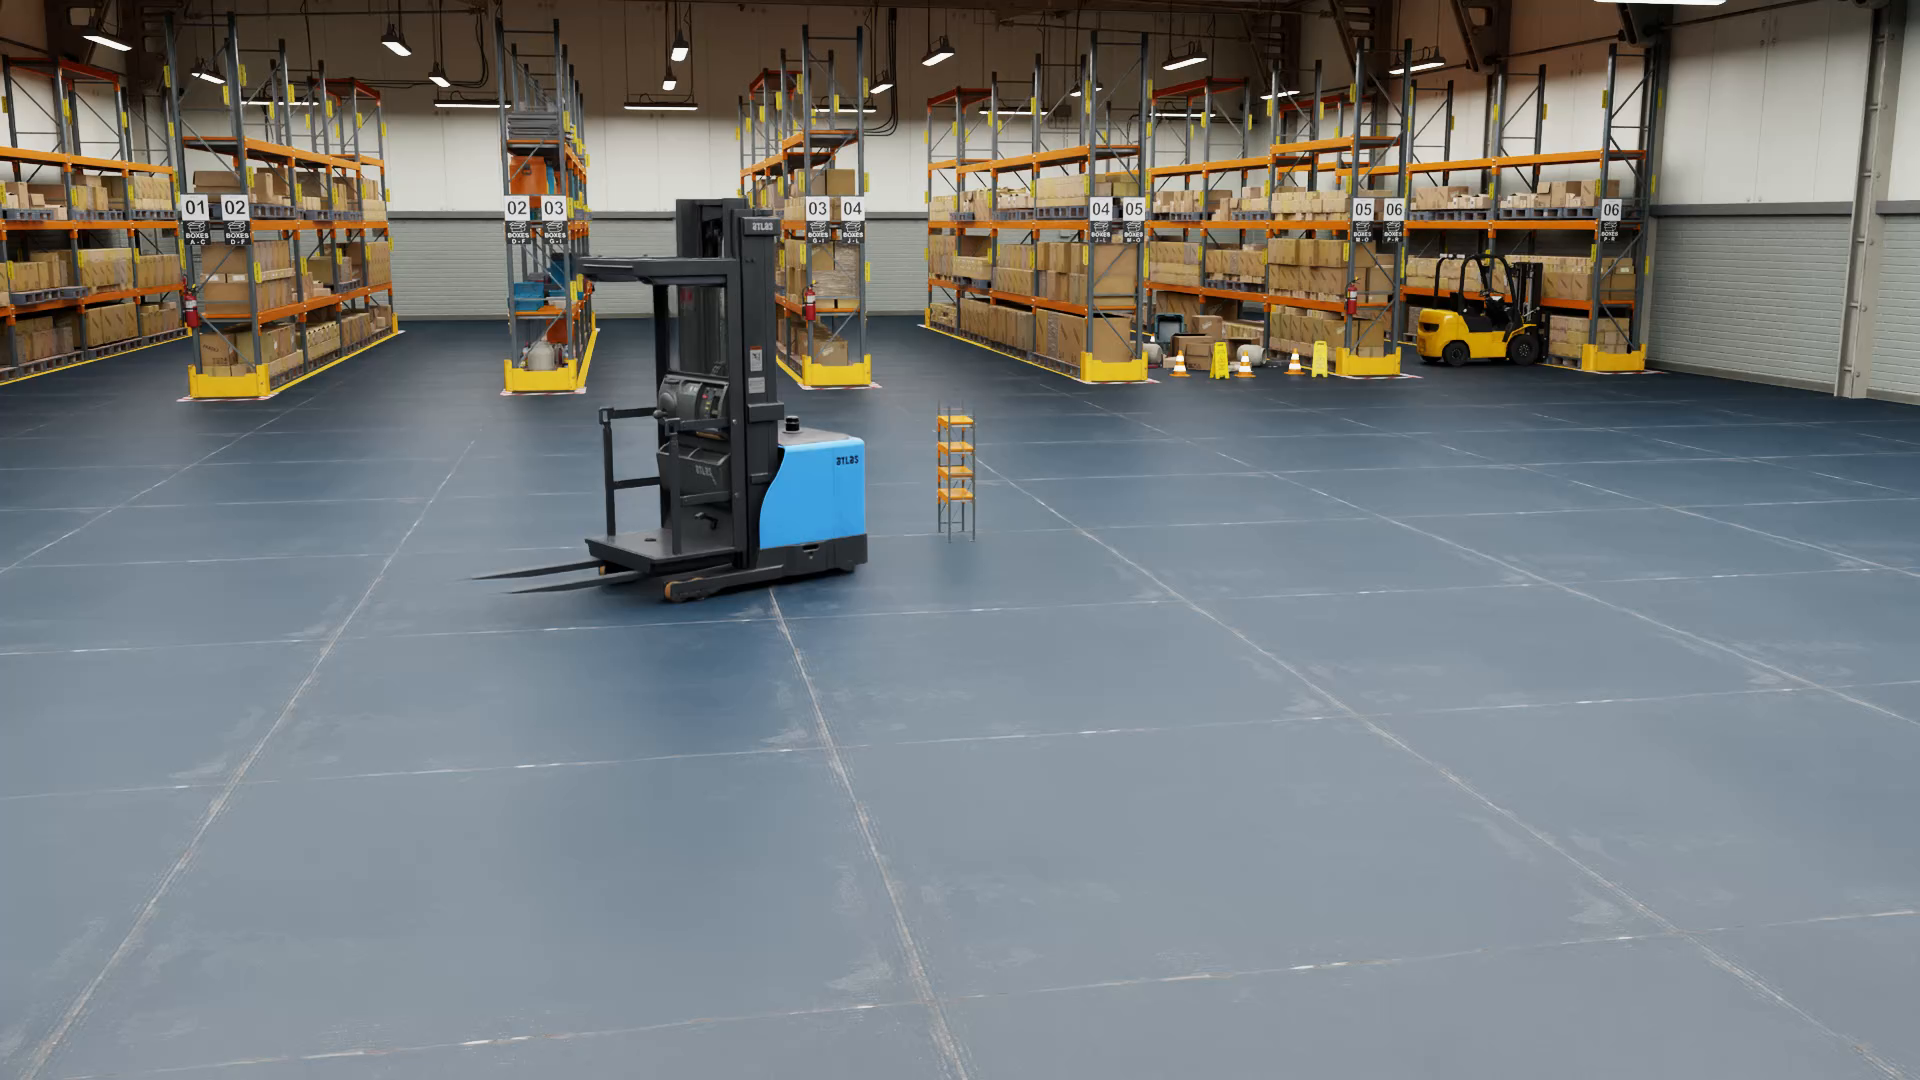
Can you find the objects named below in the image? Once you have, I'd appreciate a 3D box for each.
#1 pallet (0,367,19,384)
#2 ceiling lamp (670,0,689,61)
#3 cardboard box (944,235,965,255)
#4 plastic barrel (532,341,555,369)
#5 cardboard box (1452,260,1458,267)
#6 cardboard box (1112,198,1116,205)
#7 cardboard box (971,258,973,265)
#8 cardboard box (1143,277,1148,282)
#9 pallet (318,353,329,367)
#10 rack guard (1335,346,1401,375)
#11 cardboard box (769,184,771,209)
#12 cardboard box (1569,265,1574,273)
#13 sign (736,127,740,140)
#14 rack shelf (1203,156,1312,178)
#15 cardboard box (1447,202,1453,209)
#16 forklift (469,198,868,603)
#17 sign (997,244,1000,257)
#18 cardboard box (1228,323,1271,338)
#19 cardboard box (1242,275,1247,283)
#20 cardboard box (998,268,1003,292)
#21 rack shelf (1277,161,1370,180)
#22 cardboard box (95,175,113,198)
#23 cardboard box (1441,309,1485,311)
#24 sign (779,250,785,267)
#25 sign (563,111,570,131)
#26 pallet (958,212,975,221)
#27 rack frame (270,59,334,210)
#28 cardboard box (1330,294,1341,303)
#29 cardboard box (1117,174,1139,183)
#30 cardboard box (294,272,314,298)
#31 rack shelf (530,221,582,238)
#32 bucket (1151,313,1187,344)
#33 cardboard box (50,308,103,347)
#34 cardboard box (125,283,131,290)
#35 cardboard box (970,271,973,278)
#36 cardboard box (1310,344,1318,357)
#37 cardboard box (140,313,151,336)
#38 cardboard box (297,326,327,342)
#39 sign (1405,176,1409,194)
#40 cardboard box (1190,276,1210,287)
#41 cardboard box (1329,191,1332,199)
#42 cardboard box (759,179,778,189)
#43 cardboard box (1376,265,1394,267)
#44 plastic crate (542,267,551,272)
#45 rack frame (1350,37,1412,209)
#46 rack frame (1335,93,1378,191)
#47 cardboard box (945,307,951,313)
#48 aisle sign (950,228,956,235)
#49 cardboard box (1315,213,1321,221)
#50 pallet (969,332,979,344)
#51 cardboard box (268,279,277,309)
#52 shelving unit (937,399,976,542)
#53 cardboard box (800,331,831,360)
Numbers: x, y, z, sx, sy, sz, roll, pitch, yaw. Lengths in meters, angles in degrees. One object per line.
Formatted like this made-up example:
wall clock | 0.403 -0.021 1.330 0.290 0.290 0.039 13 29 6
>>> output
pallet | -17.323 -2.883 29.278 1.003 0.211 1.213 -2 11 -11
ceiling lamp | -4.999 -10.627 30.849 0.800 3.185 2.000 -2 11 -11
cardboard box | -0.131 -7.496 42.320 0.500 0.500 0.500 -2 11 -10
plastic barrel | -7.293 -3.195 28.993 0.421 0.512 0.421 0 11 0
cardboard box | 11.115 -6.112 36.785 0.380 0.149 0.250 -2 11 -11
cardboard box | 2.949 -6.070 29.825 0.380 0.149 0.250 -2 11 -10
cardboard box | 0.456 -6.446 38.500 0.380 0.149 0.250 -2 11 -11
cardboard box | 4.912 -6.868 42.488 0.500 0.500 0.500 -2 11 -10
pallet | -13.052 -3.544 32.749 1.003 0.211 1.213 -2 11 -11
rack guard | 7.572 -3.328 30.843 1.175 0.500 0.348 -2 11 -11
cardboard box | -3.756 -7.228 35.024 0.500 0.500 0.500 -2 11 -11
cardboard box | 12.044 -5.240 32.201 0.380 0.149 0.250 -2 11 -10
sign | -5.791 -10.581 43.298 0.100 0.325 0.005 -2 11 -11
rack shelf | 6.420 -8.039 35.862 1.077 0.370 4.000 -2 11 -11
cardboard box | 11.015 -7.394 36.782 0.380 0.149 0.250 -2 11 -12
forklift | -2.197 -1.084 12.555 3.031 2.935 1.130 -9 14 -39
sign | 0.961 -7.134 41.058 0.100 0.325 0.005 -2 11 -11
cardboard box | 6.424 -4.546 36.464 0.950 0.372 0.625 -2 11 -9
cardboard box | 6.266 -5.584 35.562 0.380 0.149 0.250 -2 11 -11
cardboard box | 1.119 -5.674 36.219 0.500 0.500 0.500 -2 11 -12
rack shelf | 9.732 -9.883 44.485 1.077 0.370 4.000 -2 11 -11
cardboard box | -19.409 -7.985 37.610 0.500 0.500 0.500 -2 11 -11
cardboard box | 11.273 -4.872 37.499 0.875 0.625 0.625 -3 11 -13
sign | -3.456 -5.463 32.280 0.100 0.325 0.005 -2 11 -11
sign | -6.452 -6.865 27.256 0.100 0.325 0.005 -2 11 -11
pallet | 0.637 -7.618 39.180 1.213 0.211 1.003 -2 11 -11
rack frame | -13.408 -8.236 33.902 1.000 3.000 0.127 -2 11 -11
cardboard box | 7.146 -4.522 31.102 0.380 0.149 0.250 -2 11 -12
cardboard box | 2.998 -6.413 29.495 0.380 0.149 0.250 -2 11 -10
cardboard box | -13.065 -5.031 32.840 0.500 0.500 0.500 -3 11 -14
rack shelf | -8.159 -6.222 33.265 1.077 0.370 4.000 -2 11 -11
bucket | 4.261 -4.274 33.821 0.726 0.611 0.620 2 1 9
cardboard box | -18.280 -4.398 34.408 0.750 0.750 0.750 -2 11 -12
cardboard box | -18.628 -5.631 36.878 0.380 0.149 0.250 -2 11 -10
cardboard box | 0.453 -6.155 38.561 0.380 0.149 0.250 -3 11 -14
cardboard box | 7.073 -3.631 31.982 0.500 0.250 0.500 -2 11 -11
cardboard box | -19.089 -4.961 38.302 0.700 0.500 0.500 -2 11 -10
cardboard box | -12.766 -4.053 32.701 0.500 0.311 0.500 -2 11 -9
sign | 8.119 -6.464 30.278 0.100 0.325 0.005 -2 11 -11
cardboard box | 5.678 -6.019 38.697 0.500 0.250 0.500 -3 11 -13
cardboard box | 7.153 -6.478 31.227 0.380 0.149 0.250 -2 11 -11
cardboard box | -4.644 -8.701 40.705 0.500 0.250 0.500 -3 11 -15
cardboard box | 10.376 -6.505 40.127 0.500 0.250 0.500 -3 11 -14
plastic crate | -9.752 -6.297 39.640 0.392 0.384 0.575 -2 11 -11
rack frame | 7.587 -7.489 29.975 1.000 3.000 0.127 -2 11 -11
rack frame | 10.121 -9.871 42.491 1.000 3.000 0.127 -2 11 -11
cardboard box | -0.169 -5.886 42.507 0.380 0.149 0.250 -3 11 -14
aisle sign | -0.081 -8.579 44.796 0.394 0.787 0.004 -2 11 -11
cardboard box | 7.021 -6.183 31.809 0.380 0.149 0.250 -2 11 -13
pallet | 0.811 -4.807 39.389 1.003 0.211 1.213 -2 11 -11
cardboard box | -12.234 -4.241 28.688 0.700 0.500 0.500 -2 11 -9
shelving unit | -0.032 -0.620 14.744 0.258 1.200 0.503 -2 11 -11
cardboard box | -2.754 -3.714 31.748 0.500 0.500 0.500 1 11 7
